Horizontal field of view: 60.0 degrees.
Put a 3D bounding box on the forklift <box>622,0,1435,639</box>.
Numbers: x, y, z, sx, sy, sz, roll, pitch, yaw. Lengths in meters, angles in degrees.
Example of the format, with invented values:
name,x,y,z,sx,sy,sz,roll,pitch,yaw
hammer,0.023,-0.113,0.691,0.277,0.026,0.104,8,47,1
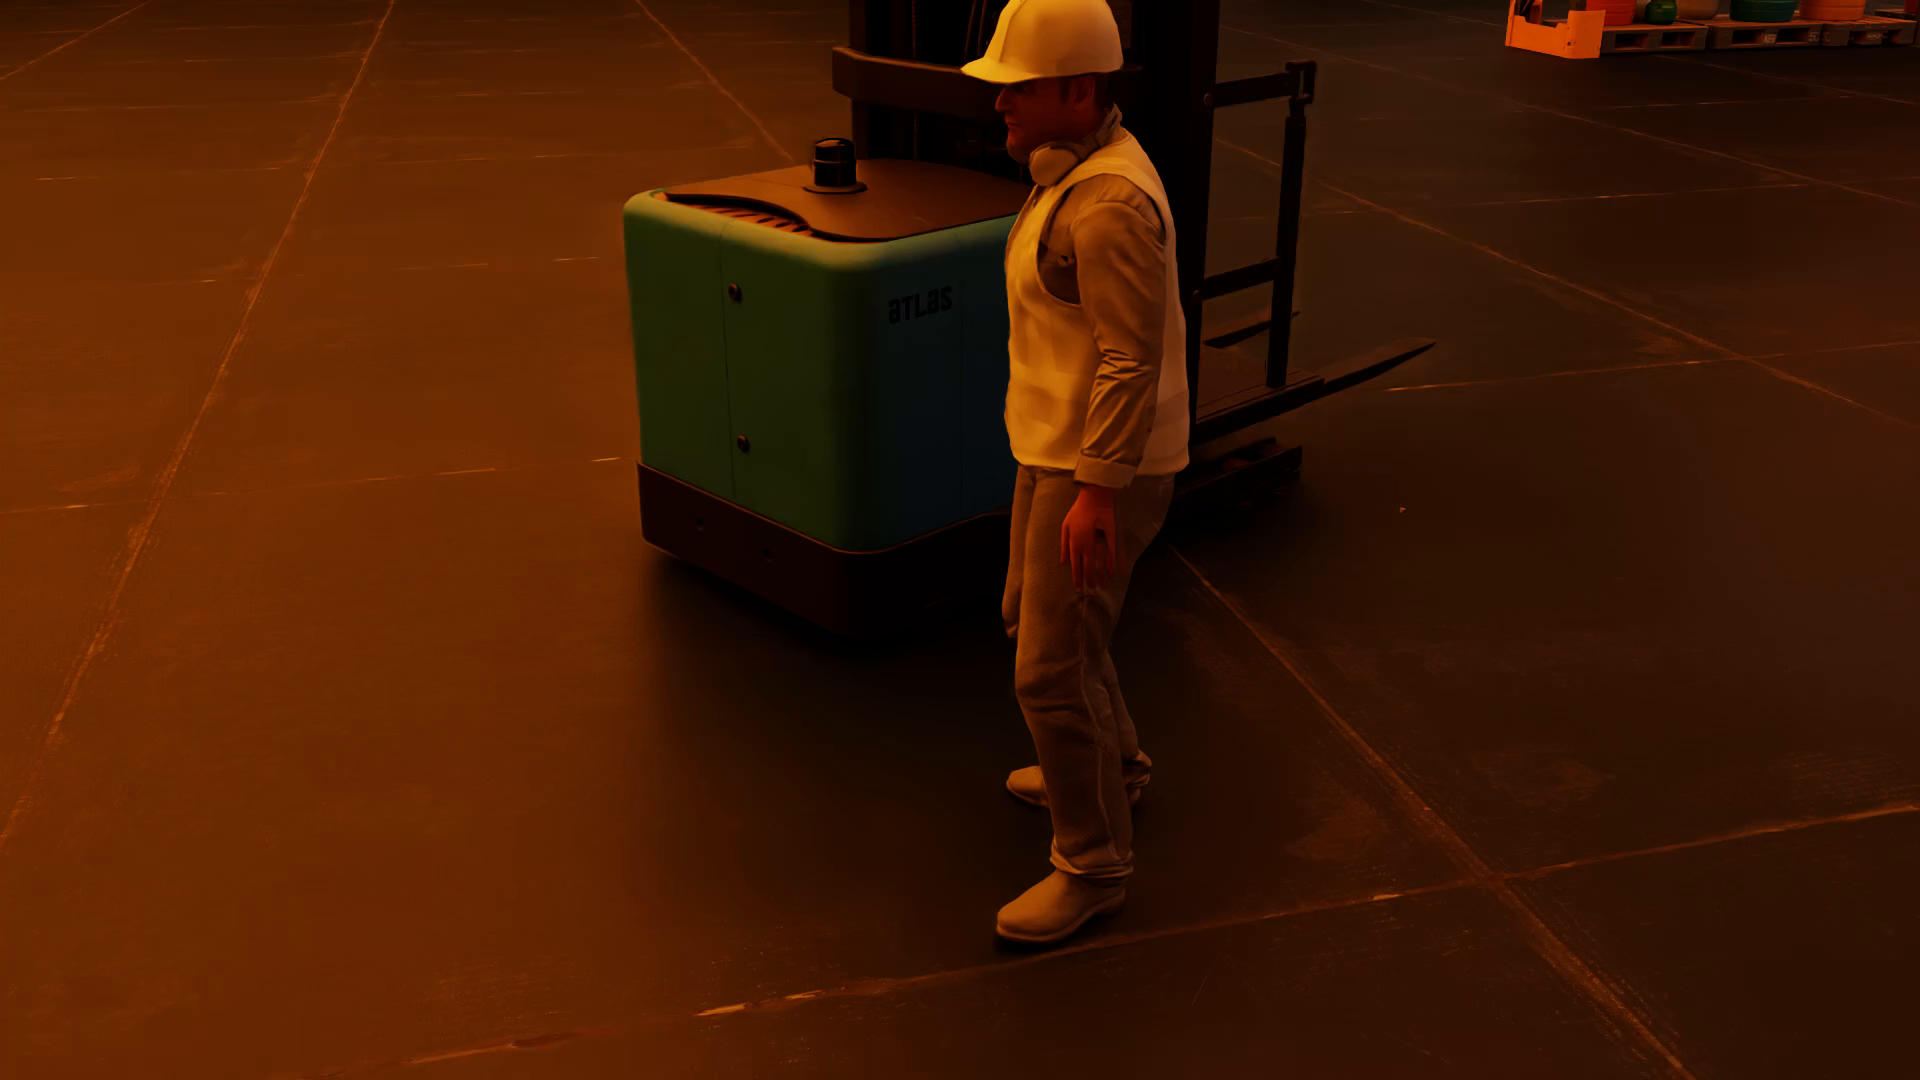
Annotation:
name,x,y,z,sx,sy,sz,roll,pitch,yaw
forklift,0.468,-1.571,5.002,3.031,2.935,1.130,-21,31,-40

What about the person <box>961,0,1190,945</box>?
name,x,y,z,sx,sy,sz,roll,pitch,yaw
person,0.219,-0.173,3.236,0.438,1.746,0.814,-1,23,-3
